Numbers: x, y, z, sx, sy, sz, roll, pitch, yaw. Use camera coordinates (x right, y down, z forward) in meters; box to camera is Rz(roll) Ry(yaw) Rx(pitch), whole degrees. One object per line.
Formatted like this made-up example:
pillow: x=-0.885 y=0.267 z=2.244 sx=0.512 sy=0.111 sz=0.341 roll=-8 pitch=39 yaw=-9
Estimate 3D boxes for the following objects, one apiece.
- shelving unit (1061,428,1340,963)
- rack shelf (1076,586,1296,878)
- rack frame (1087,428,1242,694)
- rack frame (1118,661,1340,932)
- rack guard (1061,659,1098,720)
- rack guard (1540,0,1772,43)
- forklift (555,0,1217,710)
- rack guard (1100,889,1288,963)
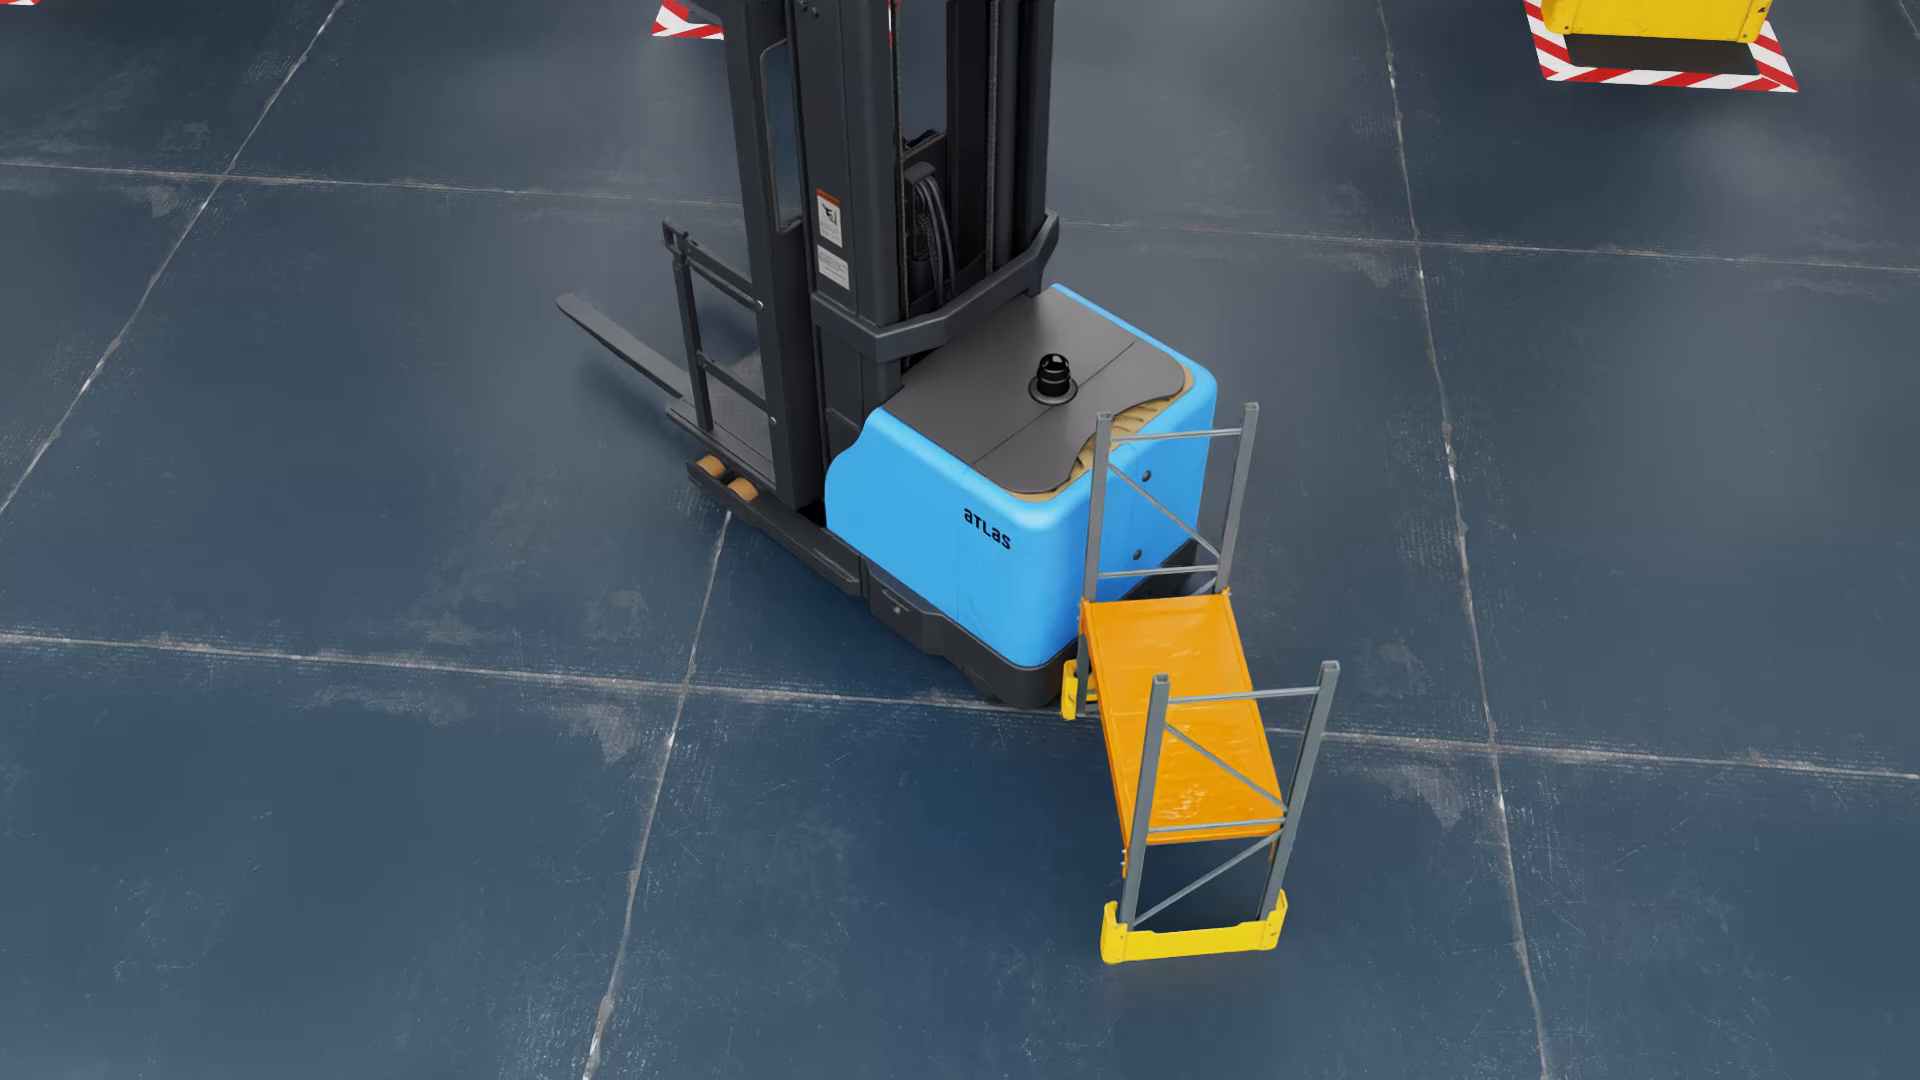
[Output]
shelving unit: x=0.716 y=0.477 z=5.324 sx=0.587 sy=1.500 sz=1.083 roll=-4 pitch=48 yaw=-4
rack shelf: x=0.717 y=0.605 z=5.450 sx=0.538 sy=0.185 sz=1.000 roll=-4 pitch=48 yaw=-4
rack frame: x=0.672 y=0.110 z=5.659 sx=0.475 sy=1.308 sz=0.013 roll=-4 pitch=48 yaw=-4
rack frame: x=0.763 y=0.857 z=4.976 sx=0.500 sy=1.500 sz=0.032 roll=-4 pitch=48 yaw=-4
rack guard: x=0.671 y=0.532 z=6.120 sx=0.587 sy=0.250 sz=0.087 roll=-4 pitch=48 yaw=-4
rack guard: x=3.916 y=-3.118 z=9.289 sx=1.175 sy=0.500 sz=0.348 roll=4 pitch=48 yaw=4
forklift: x=-0.491 y=-1.331 z=6.007 sx=3.031 sy=2.935 sz=1.130 roll=35 pitch=56 yaw=28
rack guard: x=0.761 y=1.264 z=5.450 sx=0.587 sy=0.250 sz=0.087 roll=-4 pitch=48 yaw=-4
